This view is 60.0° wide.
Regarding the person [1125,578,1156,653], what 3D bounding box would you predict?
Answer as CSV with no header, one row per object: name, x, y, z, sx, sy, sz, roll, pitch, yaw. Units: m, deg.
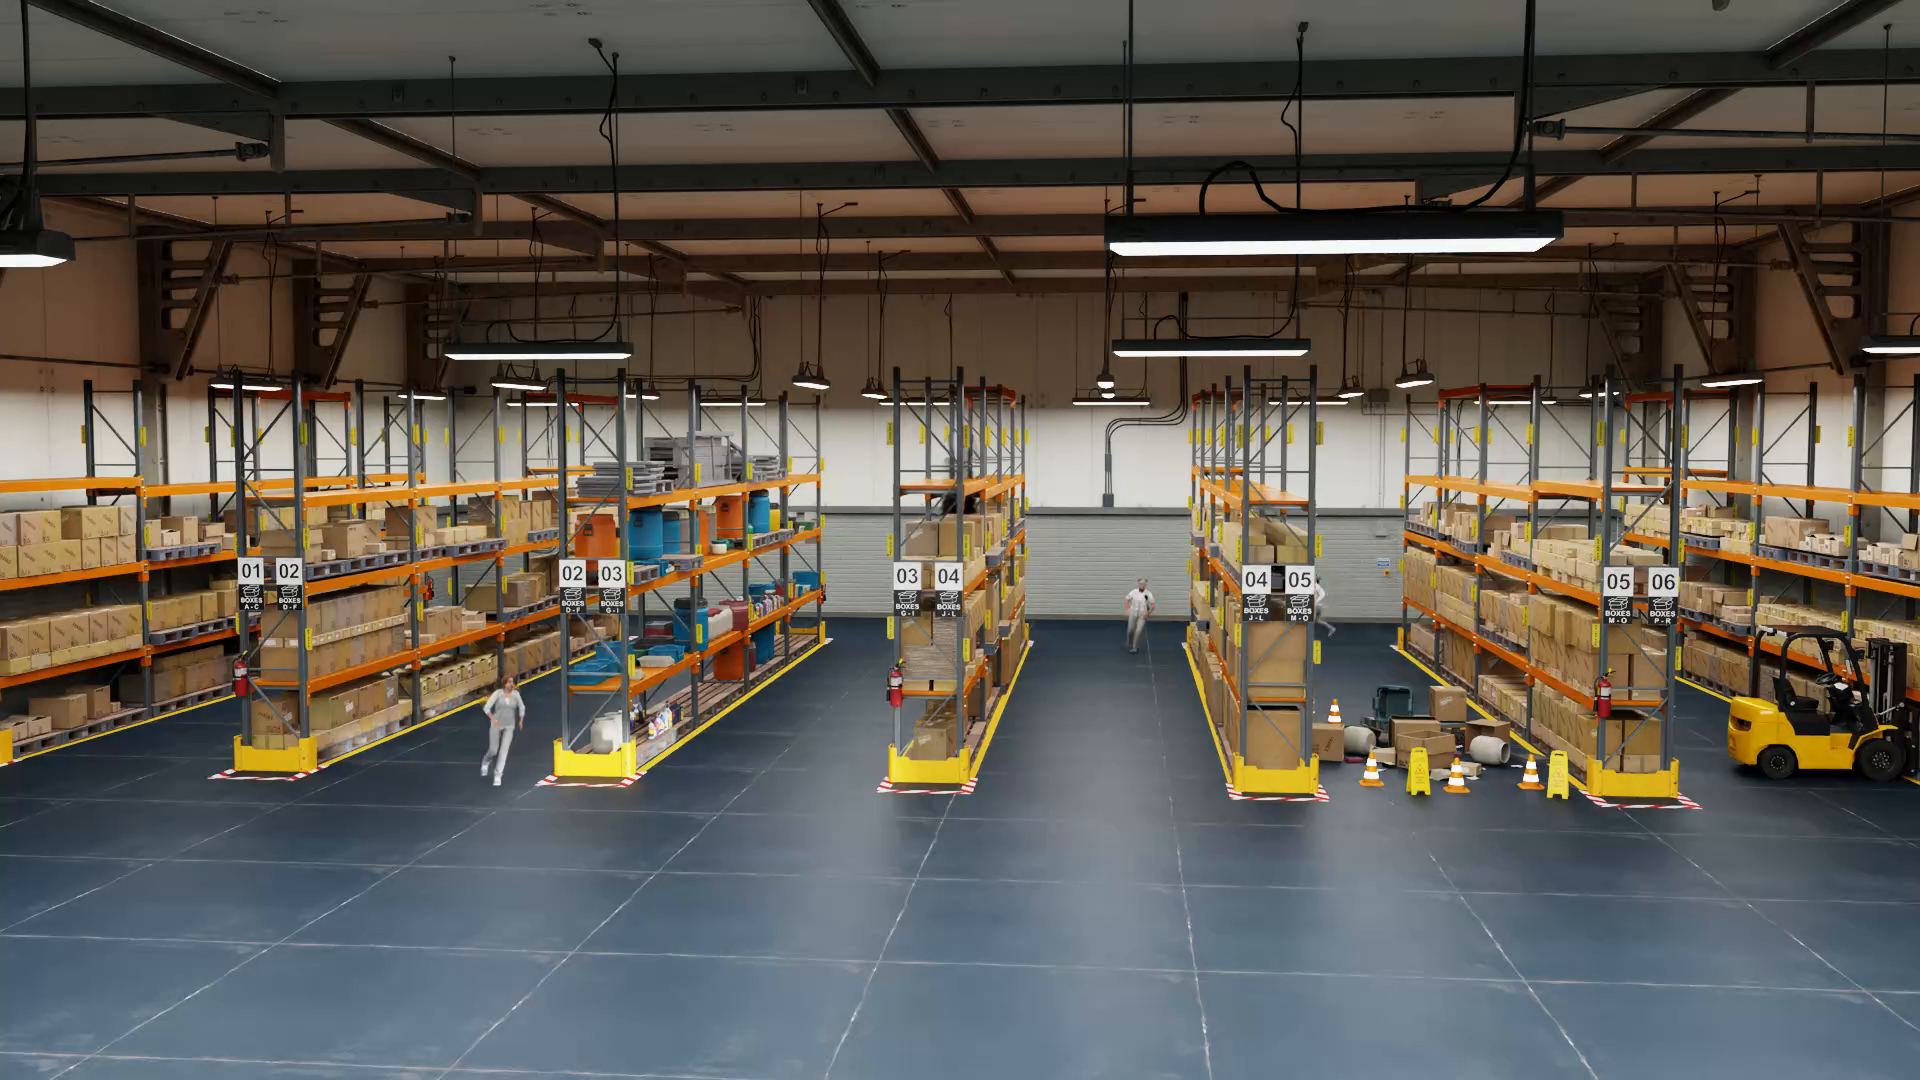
person,4.187,1.742,38.661,0.723,1.729,0.491,0,4,6

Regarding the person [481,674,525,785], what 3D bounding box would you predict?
person,-6.601,2.720,24.113,0.608,1.556,0.726,-2,4,-27

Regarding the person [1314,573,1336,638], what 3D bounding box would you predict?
person,8.713,1.646,40.475,0.923,1.708,0.625,0,4,6
